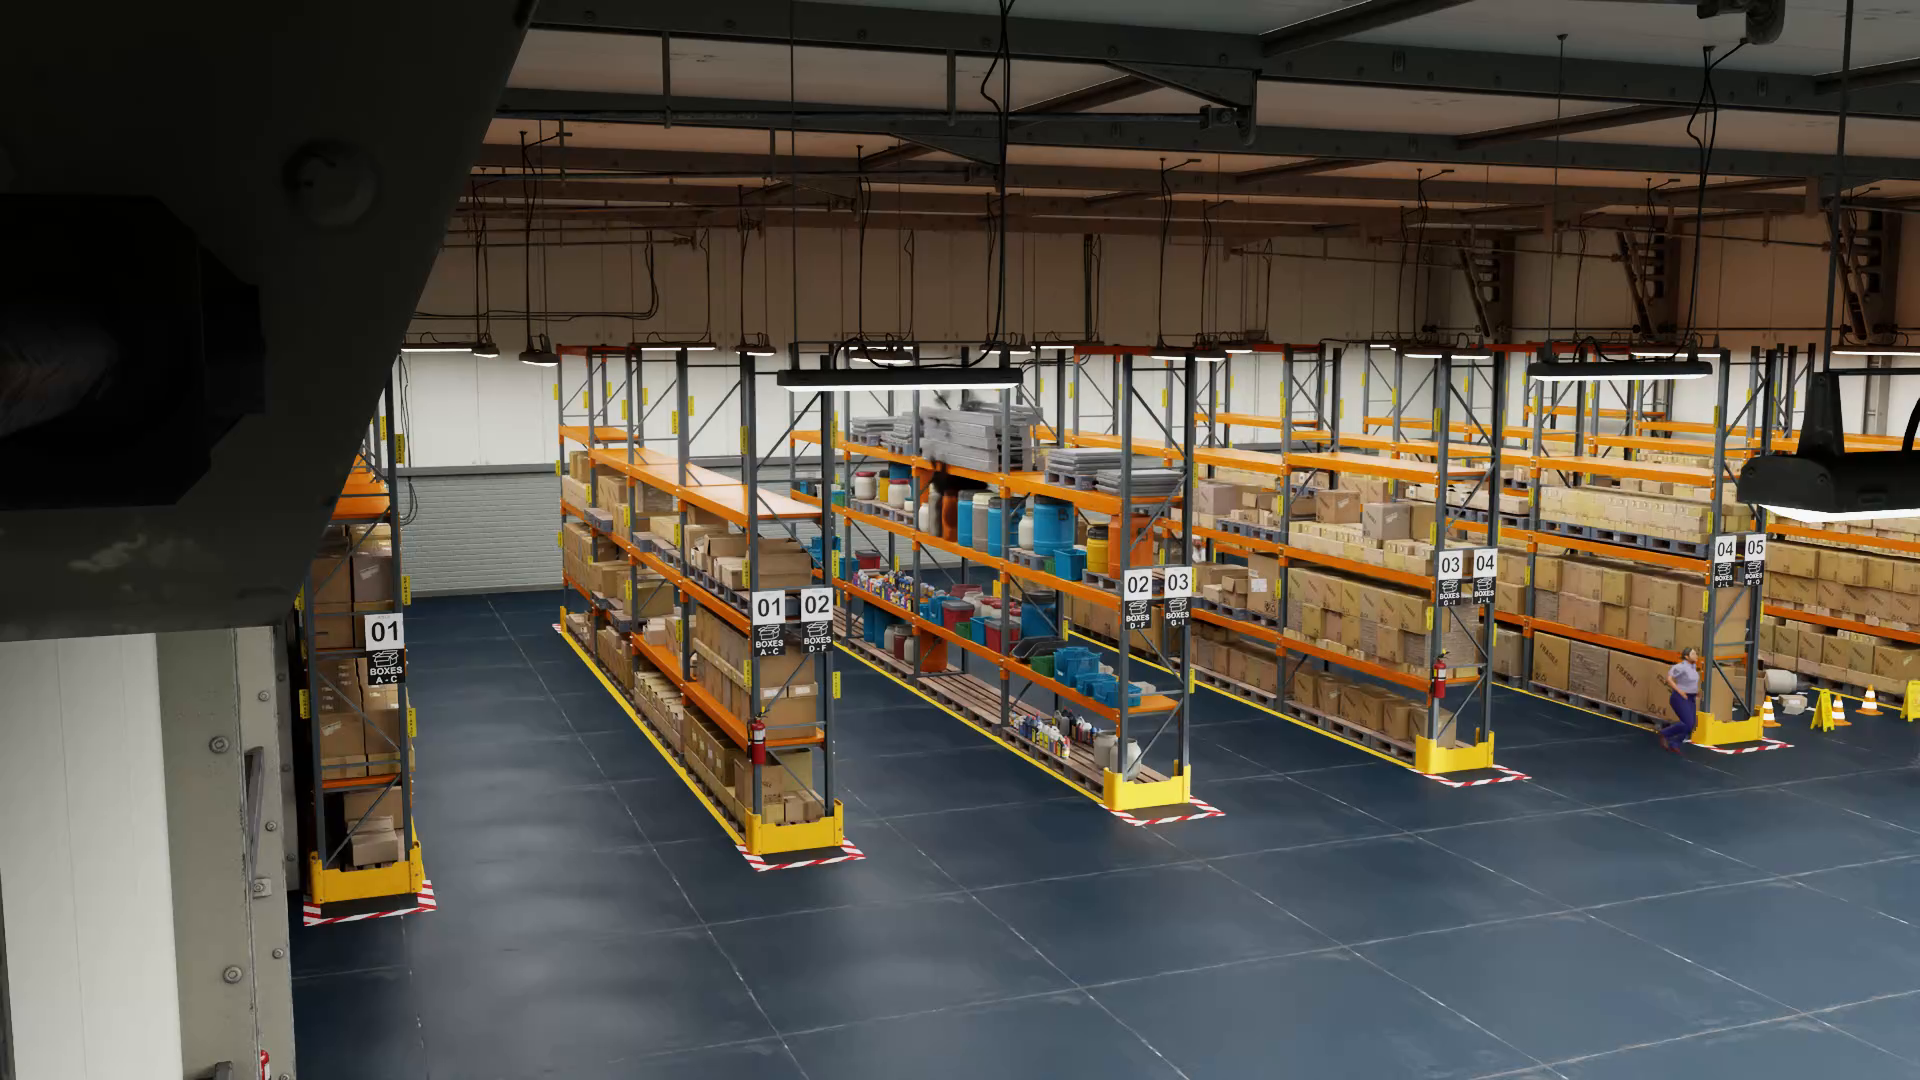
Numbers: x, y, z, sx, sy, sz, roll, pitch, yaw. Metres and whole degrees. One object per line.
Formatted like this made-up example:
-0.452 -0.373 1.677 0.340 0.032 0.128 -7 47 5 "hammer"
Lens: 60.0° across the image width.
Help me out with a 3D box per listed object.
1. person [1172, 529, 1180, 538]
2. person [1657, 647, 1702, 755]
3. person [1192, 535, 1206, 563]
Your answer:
4.925 0.607 38.322 0.732 1.824 0.672 -2 8 -18 "person"
10.813 2.412 24.875 0.607 1.610 0.524 -7 10 -44 "person"
5.300 0.746 37.284 0.668 1.764 0.758 -2 8 -16 "person"
